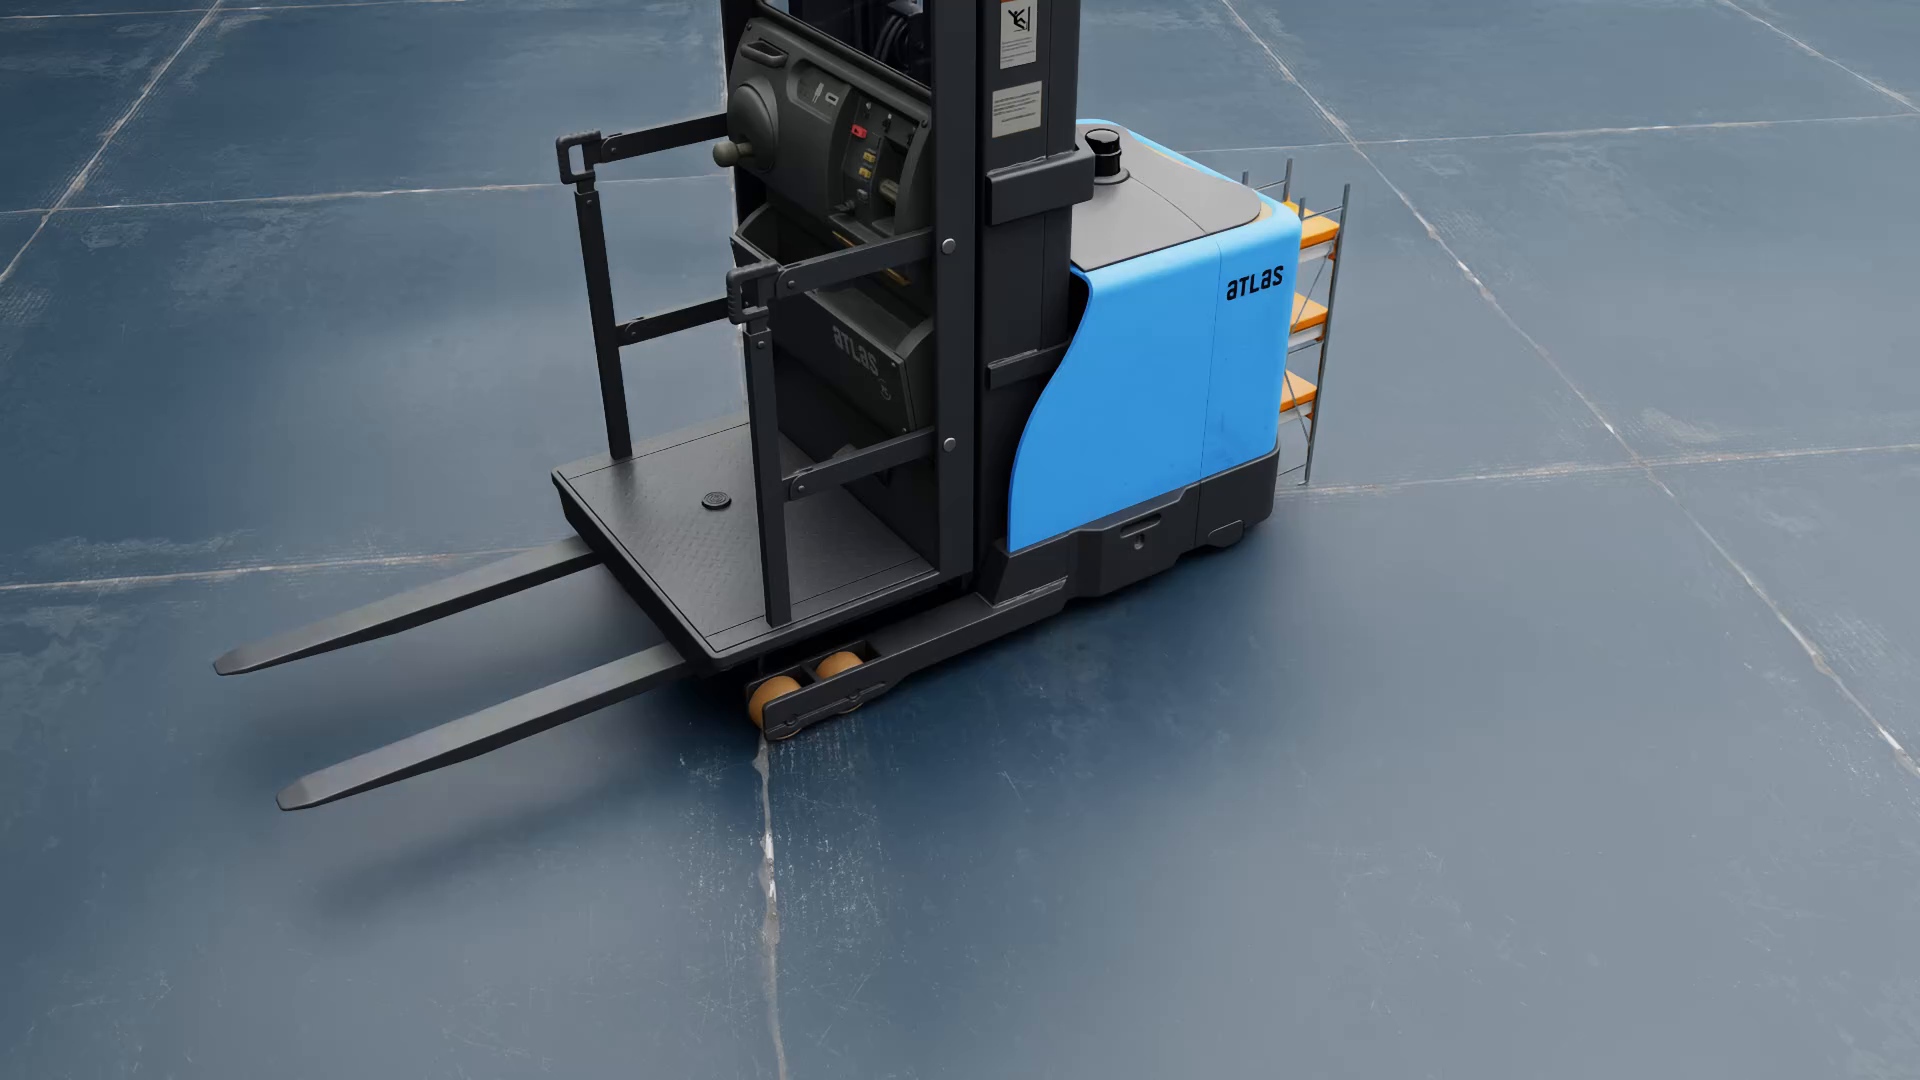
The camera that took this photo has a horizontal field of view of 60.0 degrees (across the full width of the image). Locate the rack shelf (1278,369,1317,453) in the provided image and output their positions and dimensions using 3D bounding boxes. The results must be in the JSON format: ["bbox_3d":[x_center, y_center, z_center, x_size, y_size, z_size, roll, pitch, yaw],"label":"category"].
[{"bbox_3d":[1.009,-0.416,5.440,0.215,0.259,0.240,-21,40,-28],"label":"rack shelf"}]

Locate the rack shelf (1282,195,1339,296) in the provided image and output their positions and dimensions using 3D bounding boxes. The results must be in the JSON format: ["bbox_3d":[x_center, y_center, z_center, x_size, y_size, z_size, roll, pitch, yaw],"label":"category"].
[{"bbox_3d":[1.009,-0.880,5.124,0.215,0.259,0.240,-21,40,-28],"label":"rack shelf"}]

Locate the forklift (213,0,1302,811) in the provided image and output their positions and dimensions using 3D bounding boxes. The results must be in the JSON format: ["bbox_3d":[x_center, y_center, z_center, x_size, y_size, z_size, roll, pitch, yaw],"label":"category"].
[{"bbox_3d":[-0.521,-1.017,4.140,3.031,2.935,1.130,-20,39,-27],"label":"forklift"}]

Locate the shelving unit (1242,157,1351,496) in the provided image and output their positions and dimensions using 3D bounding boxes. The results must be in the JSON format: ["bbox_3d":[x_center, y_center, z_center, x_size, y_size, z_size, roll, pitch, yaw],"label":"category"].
[{"bbox_3d":[1.009,-0.654,5.278,0.215,1.050,0.252,-21,40,-28],"label":"shelving unit"}]

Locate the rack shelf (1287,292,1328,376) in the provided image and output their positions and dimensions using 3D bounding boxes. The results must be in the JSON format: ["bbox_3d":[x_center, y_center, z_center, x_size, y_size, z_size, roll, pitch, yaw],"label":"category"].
[{"bbox_3d":[1.009,-0.646,5.284,0.215,0.259,0.240,-21,40,-28],"label":"rack shelf"}]

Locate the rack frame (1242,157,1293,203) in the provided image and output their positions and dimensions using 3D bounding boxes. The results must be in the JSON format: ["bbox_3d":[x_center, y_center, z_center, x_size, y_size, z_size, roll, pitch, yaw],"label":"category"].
[{"bbox_3d":[0.940,-0.711,5.361,0.200,1.050,0.008,-21,40,-28],"label":"rack frame"}]

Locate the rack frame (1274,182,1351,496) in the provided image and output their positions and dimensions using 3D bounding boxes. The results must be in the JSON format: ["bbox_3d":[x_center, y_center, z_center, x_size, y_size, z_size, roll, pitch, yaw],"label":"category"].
[{"bbox_3d":[1.078,-0.598,5.195,0.200,1.050,0.008,-21,40,-28],"label":"rack frame"}]
